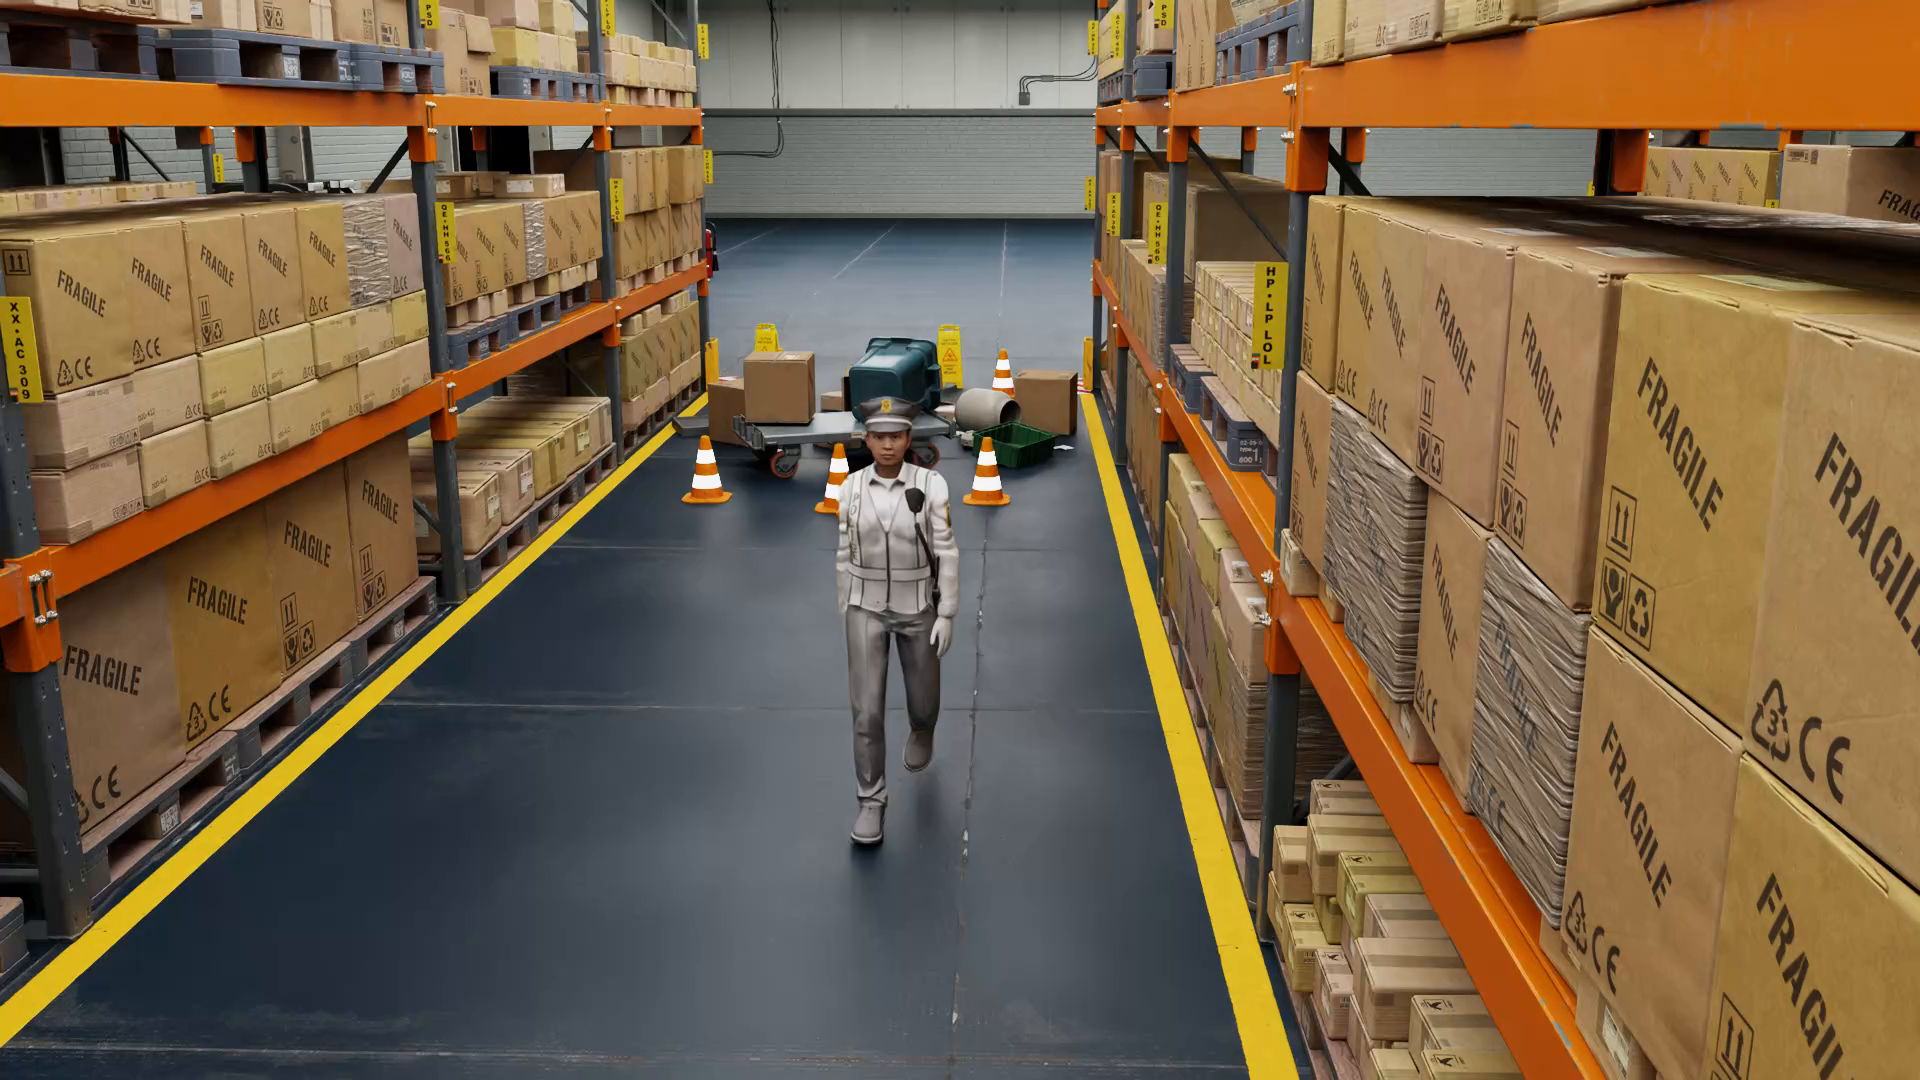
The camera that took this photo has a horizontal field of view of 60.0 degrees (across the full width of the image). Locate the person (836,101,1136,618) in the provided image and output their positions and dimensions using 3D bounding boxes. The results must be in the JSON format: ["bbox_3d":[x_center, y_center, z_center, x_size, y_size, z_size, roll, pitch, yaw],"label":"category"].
[{"bbox_3d":[-1.522,-0.905,6.289,5.233,2.386,22.021,1,14,3],"label":"person"}]
